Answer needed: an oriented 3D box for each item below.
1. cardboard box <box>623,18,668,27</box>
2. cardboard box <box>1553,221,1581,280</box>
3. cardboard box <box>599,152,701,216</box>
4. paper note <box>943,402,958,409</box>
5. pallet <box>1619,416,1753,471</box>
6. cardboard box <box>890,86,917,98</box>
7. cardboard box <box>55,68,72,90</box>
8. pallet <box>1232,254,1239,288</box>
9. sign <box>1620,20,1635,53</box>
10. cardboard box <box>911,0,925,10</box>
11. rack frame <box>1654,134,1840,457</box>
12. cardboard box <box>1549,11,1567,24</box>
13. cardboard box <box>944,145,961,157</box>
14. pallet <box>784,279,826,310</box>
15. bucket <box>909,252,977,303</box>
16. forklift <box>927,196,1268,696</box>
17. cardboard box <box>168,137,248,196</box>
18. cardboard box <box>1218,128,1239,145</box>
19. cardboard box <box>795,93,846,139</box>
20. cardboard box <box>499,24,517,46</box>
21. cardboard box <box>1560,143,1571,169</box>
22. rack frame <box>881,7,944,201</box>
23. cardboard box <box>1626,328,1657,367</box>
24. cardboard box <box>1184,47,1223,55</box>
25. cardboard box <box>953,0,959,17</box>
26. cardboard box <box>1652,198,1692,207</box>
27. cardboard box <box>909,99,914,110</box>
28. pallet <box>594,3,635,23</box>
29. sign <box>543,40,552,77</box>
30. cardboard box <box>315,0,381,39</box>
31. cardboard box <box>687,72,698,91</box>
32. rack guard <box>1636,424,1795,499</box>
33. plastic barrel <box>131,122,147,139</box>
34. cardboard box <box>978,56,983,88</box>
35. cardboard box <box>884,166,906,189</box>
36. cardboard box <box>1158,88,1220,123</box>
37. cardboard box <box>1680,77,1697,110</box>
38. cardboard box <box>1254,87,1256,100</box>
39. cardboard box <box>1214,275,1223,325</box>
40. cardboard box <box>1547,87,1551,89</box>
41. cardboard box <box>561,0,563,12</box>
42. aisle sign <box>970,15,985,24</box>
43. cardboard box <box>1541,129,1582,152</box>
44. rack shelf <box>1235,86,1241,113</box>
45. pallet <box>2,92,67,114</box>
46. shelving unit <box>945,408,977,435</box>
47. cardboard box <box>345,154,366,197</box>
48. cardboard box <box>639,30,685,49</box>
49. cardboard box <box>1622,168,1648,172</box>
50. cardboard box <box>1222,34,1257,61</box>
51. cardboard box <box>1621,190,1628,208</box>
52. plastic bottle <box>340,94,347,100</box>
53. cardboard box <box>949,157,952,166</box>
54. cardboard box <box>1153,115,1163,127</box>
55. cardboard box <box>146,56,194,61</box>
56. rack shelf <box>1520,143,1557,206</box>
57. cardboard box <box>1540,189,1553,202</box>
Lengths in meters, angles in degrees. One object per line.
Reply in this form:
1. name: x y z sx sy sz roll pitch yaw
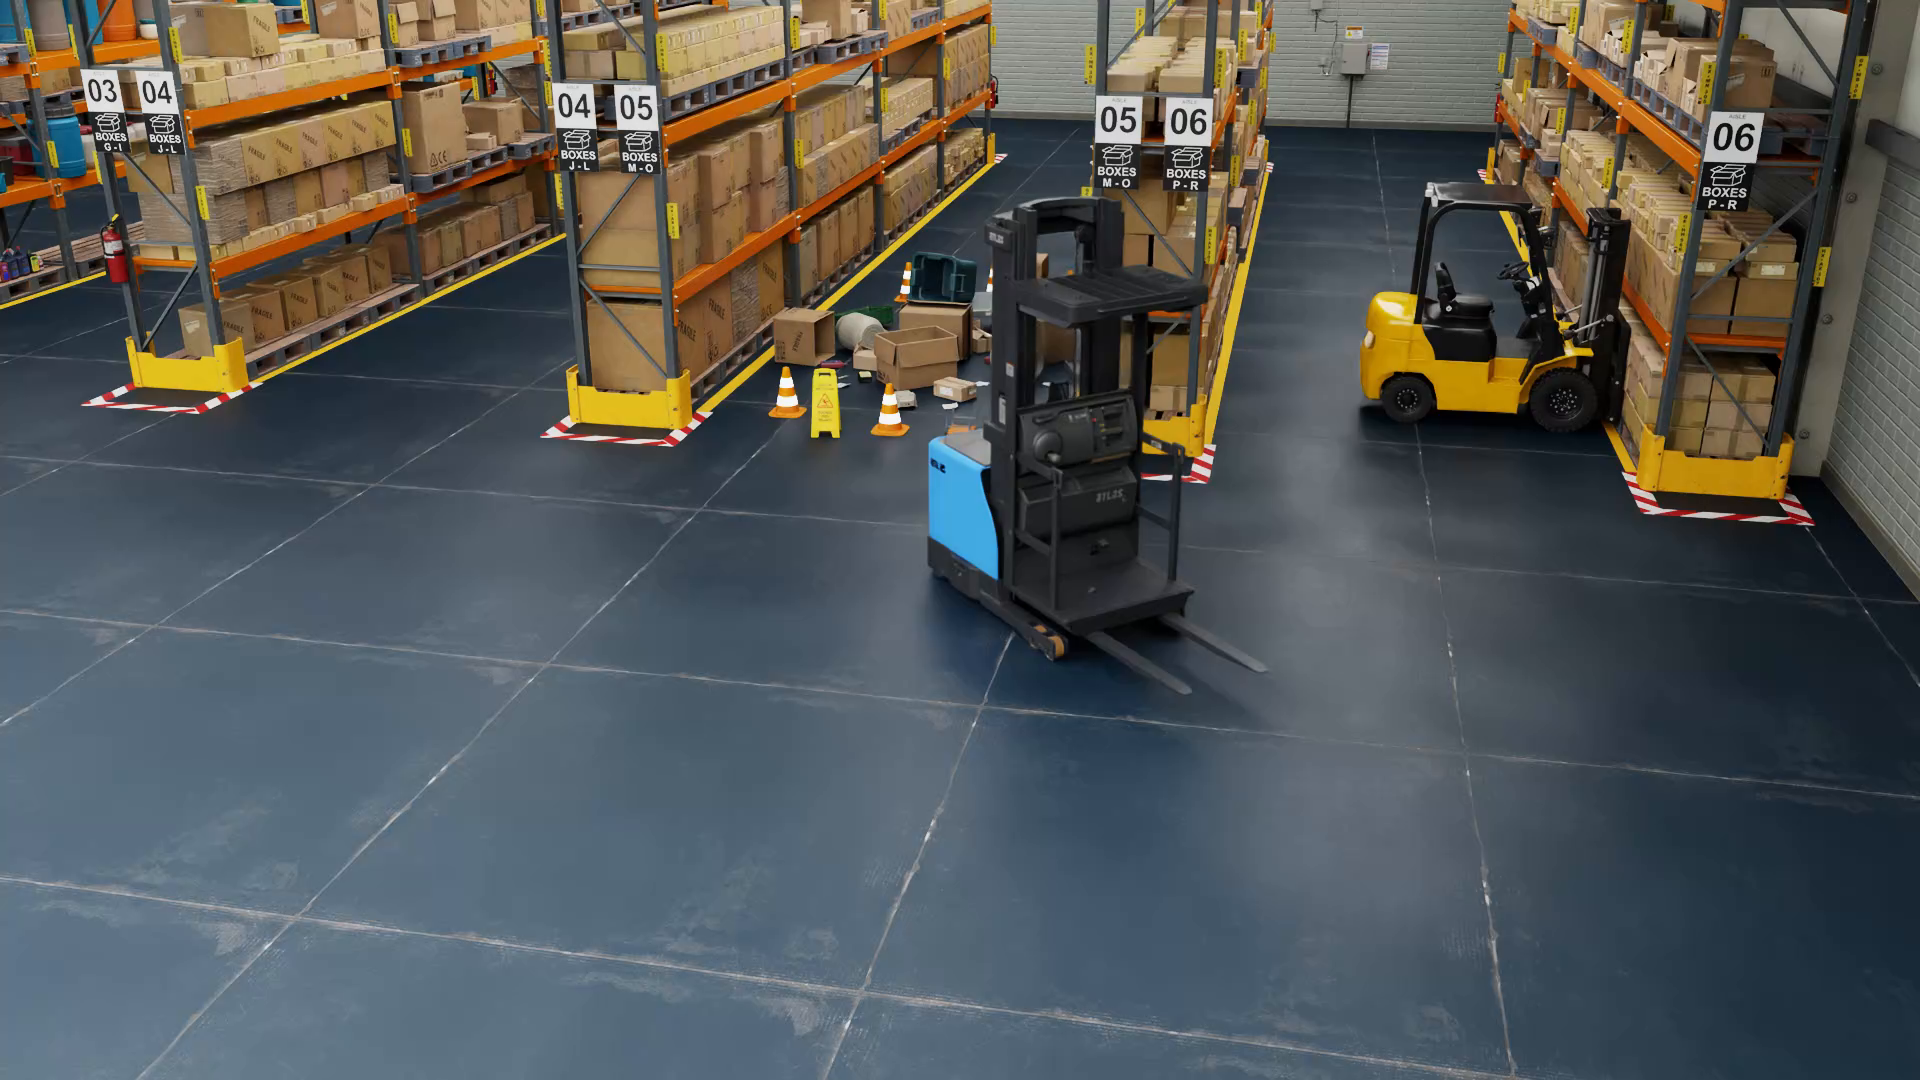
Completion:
1. cardboard box: -3.157 -5.160 16.707 0.380 0.149 0.250 5 22 11
2. cardboard box: 8.013 -3.641 20.996 0.875 0.625 0.625 5 23 13
3. cardboard box: -3.069 -3.478 16.328 0.875 0.550 0.550 4 22 11
4. paper note: -0.094 -1.347 16.656 0.148 0.019 0.142 -3 22 -8
5. pallet: 6.637 -0.839 15.153 1.003 0.211 1.213 4 22 11
6. cardboard box: -0.863 -6.770 25.125 0.380 0.149 0.250 4 22 9
7. cardboard box: -15.682 -7.956 28.396 0.700 0.500 0.500 8 23 19
8. pallet: 3.133 -3.573 21.943 1.003 0.211 1.213 4 22 11
9. sign: 6.805 -5.127 16.941 0.100 0.325 0.005 4 22 11
10. cardboard box: -0.941 -8.458 25.628 0.700 0.500 0.500 4 22 11
11. rack frame: 6.522 -1.849 13.930 1.000 3.000 0.127 4 22 11
12. cardboard box: 8.231 -7.111 22.620 0.380 0.149 0.250 5 22 12
13. cardboard box: -0.203 -6.590 28.160 0.380 0.149 0.250 5 22 12
14. pallet: -2.305 -3.024 20.580 1.003 0.211 1.213 4 22 11
15. bucket: -0.159 -2.991 19.111 0.726 0.611 0.620 13 15 29
16. forklift: 0.929 -0.738 11.262 1.130 2.935 3.031 -12 25 -28
17. cardboard box: -7.661 -3.810 16.929 0.500 0.500 0.500 4 22 11
18. cardboard box: 2.920 -4.514 18.585 0.380 0.149 0.250 4 22 11
19. cardboard box: -1.878 -5.466 21.439 0.700 0.500 0.500 4 22 10
20. cardboard box: -6.352 -6.854 22.543 0.500 0.250 0.500 4 22 11
21. cardboard box: 7.800 -4.796 20.777 0.500 0.250 0.500 4 22 11
22. rack frame: -0.756 -6.955 26.608 1.000 3.000 0.127 4 22 11
23. cardboard box: 6.502 -1.797 15.581 0.500 0.250 0.500 5 22 12
24. cardboard box: 2.430 -4.819 16.558 0.380 0.149 0.250 4 22 10
25. cardboard box: -0.310 -8.610 26.903 0.500 0.250 0.500 4 22 10
26. cardboard box: 6.764 -3.134 15.719 0.380 0.149 0.250 5 22 11
27. cardboard box: -0.909 -6.529 24.925 0.380 0.149 0.250 5 22 11
28. pallet: -5.730 -8.334 26.273 0.805 0.209 1.217 4 22 9
29. sign: -3.733 -4.379 15.116 0.100 0.325 0.005 4 22 11
30. cardboard box: -7.066 -6.068 19.189 0.500 0.500 0.500 4 22 9
31. cardboard box: -2.718 -4.369 15.810 0.380 0.149 0.250 5 22 11
32. rack guard: 6.517 -0.681 14.375 1.175 0.500 0.348 4 22 11
33. plastic barrel: -11.424 -5.645 23.173 0.433 0.535 0.433 0 22 0
34. cardboard box: 0.110 -8.231 29.243 0.500 0.500 0.500 4 22 10
35. cardboard box: -1.091 -5.295 24.265 0.500 0.250 0.500 4 22 10
36. cardboard box: 2.025 -3.850 14.685 0.500 0.250 0.500 4 22 10
37. cardboard box: 6.445 -3.838 14.338 0.396 0.266 0.258 5 22 11
38. cardboard box: 3.953 -6.378 23.704 0.500 0.500 0.500 5 22 12
39. cardboard box: 2.518 -2.533 17.743 0.500 0.500 0.500 5 22 12
40. cardboard box: 9.740 -7.212 27.047 0.500 0.250 0.500 5 23 13
41. cardboard box: -6.263 -8.091 24.717 0.500 0.500 0.500 6 23 14
42. aisle sign: 0.369 -9.628 29.765 0.394 0.787 0.004 4 22 11
43. cardboard box: 8.053 -5.311 22.164 0.500 0.250 0.500 3 22 8
44. rack shelf: 2.886 -5.478 19.889 1.077 0.370 4.000 4 22 11
45. pallet: -15.712 -7.287 27.688 1.003 0.211 1.213 4 22 11
46. shelving unit: 0.011 -0.507 13.206 0.215 1.050 0.252 4 22 11
47. cardboard box: -7.512 -4.289 19.456 0.875 0.500 0.500 4 22 11
48. cardboard box: -2.773 -4.642 15.422 0.380 0.149 0.250 5 22 11
49. cardboard box: 7.327 -3.983 18.225 0.380 0.149 0.250 4 22 11
50. cardboard box: 3.092 -5.575 18.803 0.500 0.250 0.500 4 22 10
51. cardboard box: 6.964 -3.468 16.947 0.380 0.149 0.250 5 22 12
52. plastic bottle: -10.307 -7.364 27.689 0.144 0.351 0.185 4 22 11
53. cardboard box: -0.333 -6.364 27.995 0.380 0.149 0.250 3 22 8
54. cardboard box: 1.684 -3.929 15.414 0.380 0.149 0.250 5 22 11
55. cardboard box: -8.144 -4.902 17.162 0.380 0.149 0.250 5 22 11
56. rack shelf: 8.562 -5.173 23.145 1.077 0.370 4.000 4 22 11
57. cardboard box: 8.305 -4.794 23.157 0.380 0.149 0.250 3 22 8
